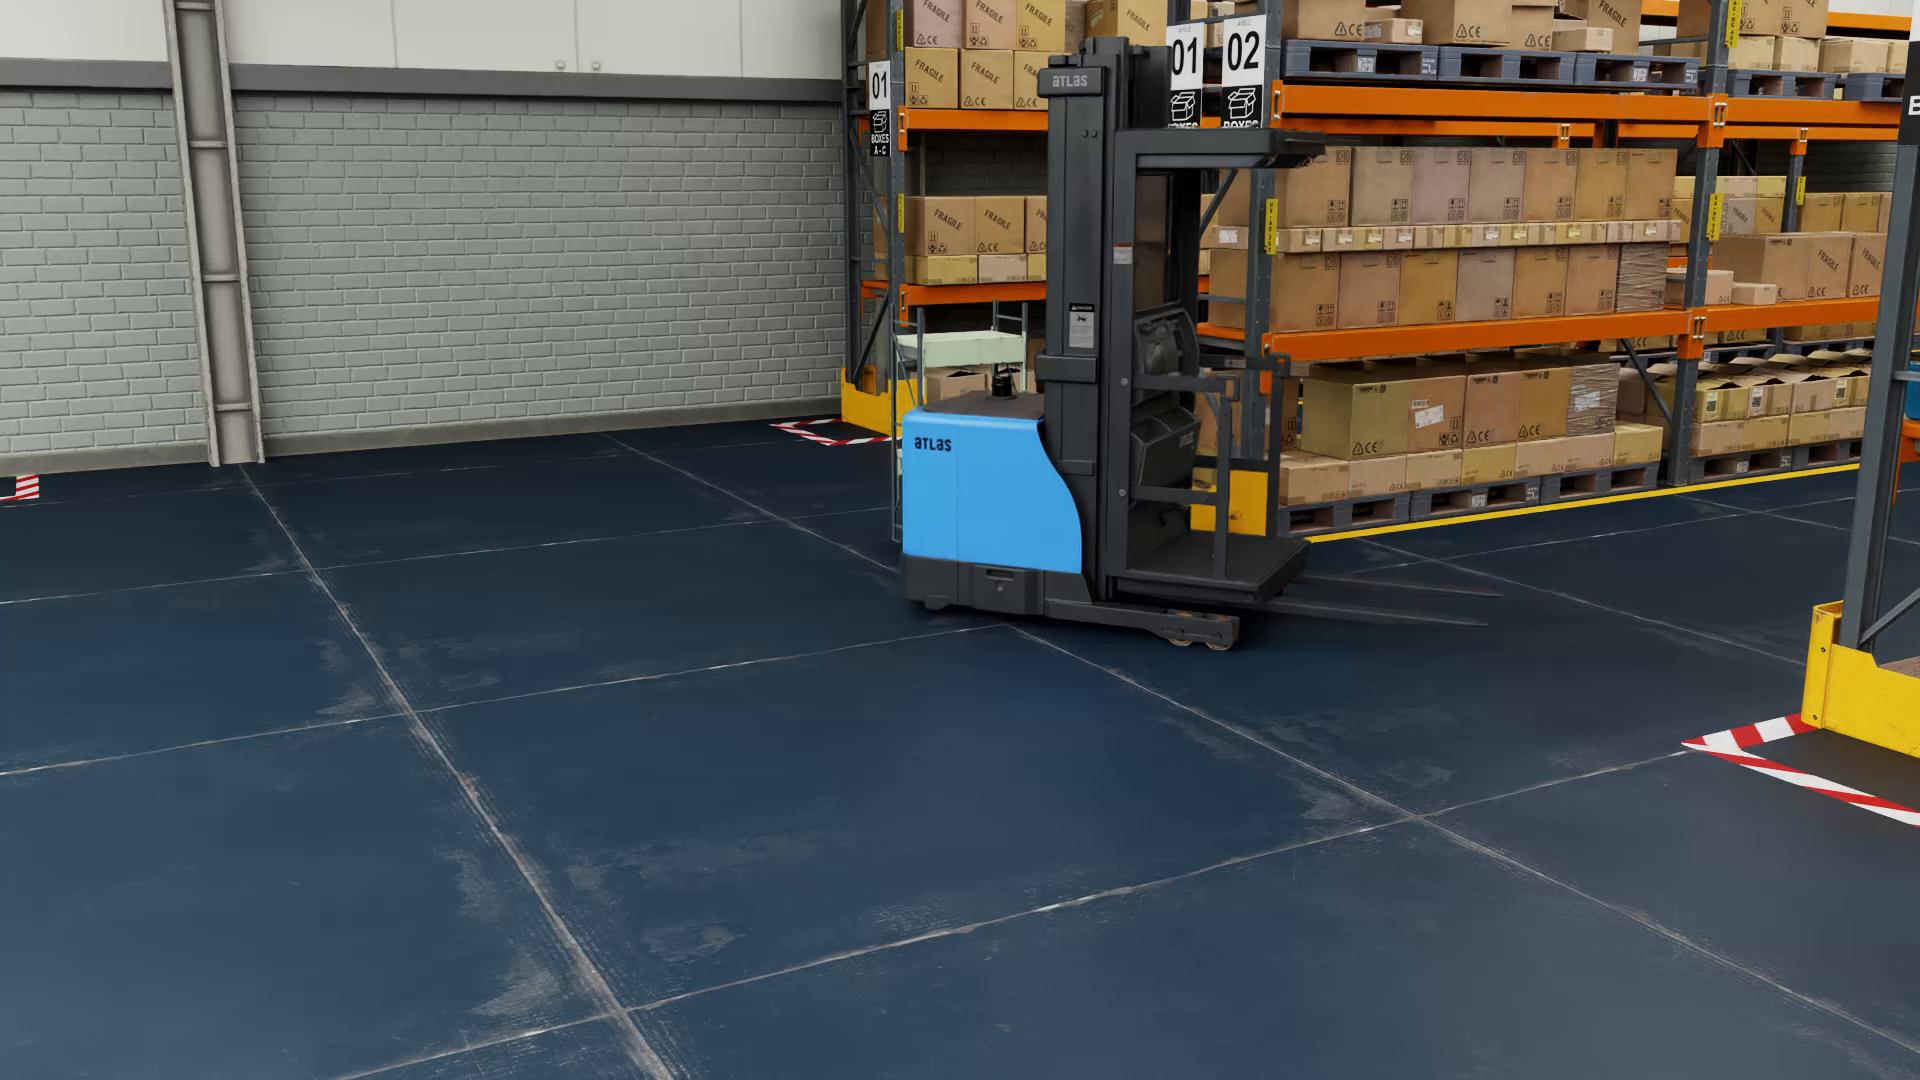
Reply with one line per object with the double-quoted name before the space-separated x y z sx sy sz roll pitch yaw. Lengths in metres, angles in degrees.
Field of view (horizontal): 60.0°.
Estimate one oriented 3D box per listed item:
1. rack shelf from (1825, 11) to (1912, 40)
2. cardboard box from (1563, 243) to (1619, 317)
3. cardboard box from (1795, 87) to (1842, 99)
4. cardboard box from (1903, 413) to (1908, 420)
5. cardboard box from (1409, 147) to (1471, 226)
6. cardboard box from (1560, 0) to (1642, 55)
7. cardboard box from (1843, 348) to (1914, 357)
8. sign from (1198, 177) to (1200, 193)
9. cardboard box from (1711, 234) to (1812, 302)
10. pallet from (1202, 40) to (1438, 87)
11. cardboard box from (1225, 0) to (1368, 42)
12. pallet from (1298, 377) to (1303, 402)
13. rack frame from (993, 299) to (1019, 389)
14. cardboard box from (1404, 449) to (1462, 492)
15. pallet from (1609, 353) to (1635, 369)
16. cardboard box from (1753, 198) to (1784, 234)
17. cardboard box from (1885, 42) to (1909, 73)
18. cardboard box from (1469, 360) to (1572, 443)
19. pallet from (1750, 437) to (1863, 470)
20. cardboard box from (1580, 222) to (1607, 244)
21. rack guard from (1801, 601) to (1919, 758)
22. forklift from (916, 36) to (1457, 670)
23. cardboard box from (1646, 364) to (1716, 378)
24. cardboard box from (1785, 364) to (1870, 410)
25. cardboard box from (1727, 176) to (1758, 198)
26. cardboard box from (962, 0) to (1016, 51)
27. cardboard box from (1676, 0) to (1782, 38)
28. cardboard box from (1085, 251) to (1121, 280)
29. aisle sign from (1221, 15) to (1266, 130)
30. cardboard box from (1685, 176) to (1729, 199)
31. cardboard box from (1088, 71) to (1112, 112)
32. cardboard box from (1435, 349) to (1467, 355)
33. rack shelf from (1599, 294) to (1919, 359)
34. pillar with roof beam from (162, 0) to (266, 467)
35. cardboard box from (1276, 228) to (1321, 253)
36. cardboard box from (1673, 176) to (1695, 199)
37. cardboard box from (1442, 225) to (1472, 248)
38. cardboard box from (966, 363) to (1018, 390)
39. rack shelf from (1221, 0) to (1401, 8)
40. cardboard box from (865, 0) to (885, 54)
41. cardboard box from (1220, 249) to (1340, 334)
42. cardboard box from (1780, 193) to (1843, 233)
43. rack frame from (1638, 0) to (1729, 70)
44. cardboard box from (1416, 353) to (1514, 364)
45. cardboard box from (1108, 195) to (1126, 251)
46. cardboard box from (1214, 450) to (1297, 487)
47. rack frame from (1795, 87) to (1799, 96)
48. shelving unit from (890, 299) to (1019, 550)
"rack shelf" 11.521 -6.339 20.832 4.000 0.370 1.077 -7 14 -28
"cardboard box" 4.274 -1.897 11.977 0.500 0.500 0.700 -7 14 -28
"cardboard box" 10.498 -5.414 20.160 0.500 0.250 0.500 -7 14 -28
"cardboard box" 7.393 -1.027 13.647 0.500 0.250 0.500 -6 14 -27
"cardboard box" 2.973 -2.375 11.149 0.500 0.500 0.700 -7 14 -28
"cardboard box" 4.552 -3.736 12.042 0.500 0.500 0.500 -6 14 -23
"cardboard box" 8.031 -1.512 14.524 0.500 0.311 0.500 -6 14 -26
"sign" 2.475 -3.578 17.040 0.005 0.325 0.100 -7 14 -28
"cardboard box" 6.265 -2.134 13.033 0.500 0.500 0.500 -6 14 -24
"pallet" 2.243 -3.021 10.572 1.213 0.211 1.003 -7 14 -28
"cardboard box" 2.116 -3.378 10.446 0.637 0.503 0.797 -6 14 -24
"pallet" 3.426 -1.629 17.365 1.213 0.211 1.003 -7 14 -28
"rack frame" 0.315 -0.769 10.612 0.023 1.500 0.400 -7 14 -28
"cardboard box" 3.063 -0.514 11.369 0.500 0.250 0.500 -7 14 -28
"pallet" 6.983 -2.036 19.173 1.213 0.211 1.003 -7 14 -28
"cardboard box" 9.481 -3.855 19.955 0.500 0.500 0.500 -7 15 -29
"cardboard box" 7.301 -3.793 13.185 0.500 0.250 0.500 -7 15 -29
"cardboard box" 3.937 -0.987 11.762 0.500 0.500 0.500 -7 14 -28
"pallet" 6.821 -0.806 13.711 1.213 0.211 1.003 -7 14 -28
"cardboard box" 4.308 -2.166 11.698 0.250 0.149 0.380 -7 14 -28
"rack guard" 4.024 0.626 6.690 0.348 0.500 1.175 -7 14 -28
"forklift" 1.057 -0.965 8.221 1.130 2.935 3.031 -10 16 -37
"cardboard box" 5.792 -1.243 13.331 0.500 0.311 0.500 -6 14 -26
"cardboard box" 6.951 -1.247 13.347 0.500 0.311 0.500 -6 14 -26
"cardboard box" 9.025 -4.167 19.637 0.500 0.250 0.500 -6 14 -27
"cardboard box" 0.152 -4.532 14.534 0.500 0.500 0.500 -7 14 -29
"cardboard box" 5.681 -3.971 12.266 0.500 0.500 0.500 -7 14 -27
"cardboard box" 1.157 -2.575 15.516 0.500 0.250 0.500 -7 14 -27
"aisle sign" 1.699 -2.734 10.005 0.004 0.787 0.394 -7 14 -28
"cardboard box" 8.577 -4.114 19.398 0.500 0.250 0.500 -7 14 -27
"cardboard box" 1.048 -4.160 15.158 0.500 0.500 0.500 -6 14 -24
"cardboard box" 5.140 -2.205 18.267 0.500 0.500 0.700 -7 14 -28
"rack shelf" 6.876 -1.812 13.467 4.000 0.370 1.077 -7 14 -28
"pillar with roof beam" -3.771 -4.192 8.741 0.400 9.000 9.100 -7 14 -28
"cardboard box" 2.057 -1.897 10.500 0.250 0.149 0.380 -7 14 -28
"cardboard box" 8.130 -4.060 19.159 0.500 0.250 0.500 -7 15 -29
"cardboard box" 3.187 -2.033 11.104 0.250 0.149 0.380 -7 14 -29
"cardboard box" 0.384 -1.504 15.583 0.500 0.311 0.500 -6 14 -23
"rack shelf" 4.499 -5.498 17.092 4.000 0.370 1.077 -7 14 -28
"cardboard box" -0.514 -4.591 14.797 0.500 0.500 0.500 -6 14 -25
"cardboard box" 2.025 -1.627 10.779 0.500 0.500 0.700 -7 14 -28
"cardboard box" 10.249 -3.949 20.640 0.700 0.700 0.980 -7 14 -27
"rack frame" 5.120 -4.879 11.794 0.127 3.000 1.000 -7 14 -28
"cardboard box" 3.686 -1.088 12.210 0.500 0.500 0.500 -7 14 -28
"cardboard box" 1.594 -2.995 15.675 0.500 0.500 0.500 -7 15 -29
"cardboard box" 1.939 -0.508 11.343 0.500 0.250 0.500 -7 14 -28
"rack frame" 9.766 -6.675 19.774 0.127 3.000 1.000 -7 14 -28
"shelving unit" -0.006 -0.731 10.441 0.755 1.500 0.431 -7 14 -28
